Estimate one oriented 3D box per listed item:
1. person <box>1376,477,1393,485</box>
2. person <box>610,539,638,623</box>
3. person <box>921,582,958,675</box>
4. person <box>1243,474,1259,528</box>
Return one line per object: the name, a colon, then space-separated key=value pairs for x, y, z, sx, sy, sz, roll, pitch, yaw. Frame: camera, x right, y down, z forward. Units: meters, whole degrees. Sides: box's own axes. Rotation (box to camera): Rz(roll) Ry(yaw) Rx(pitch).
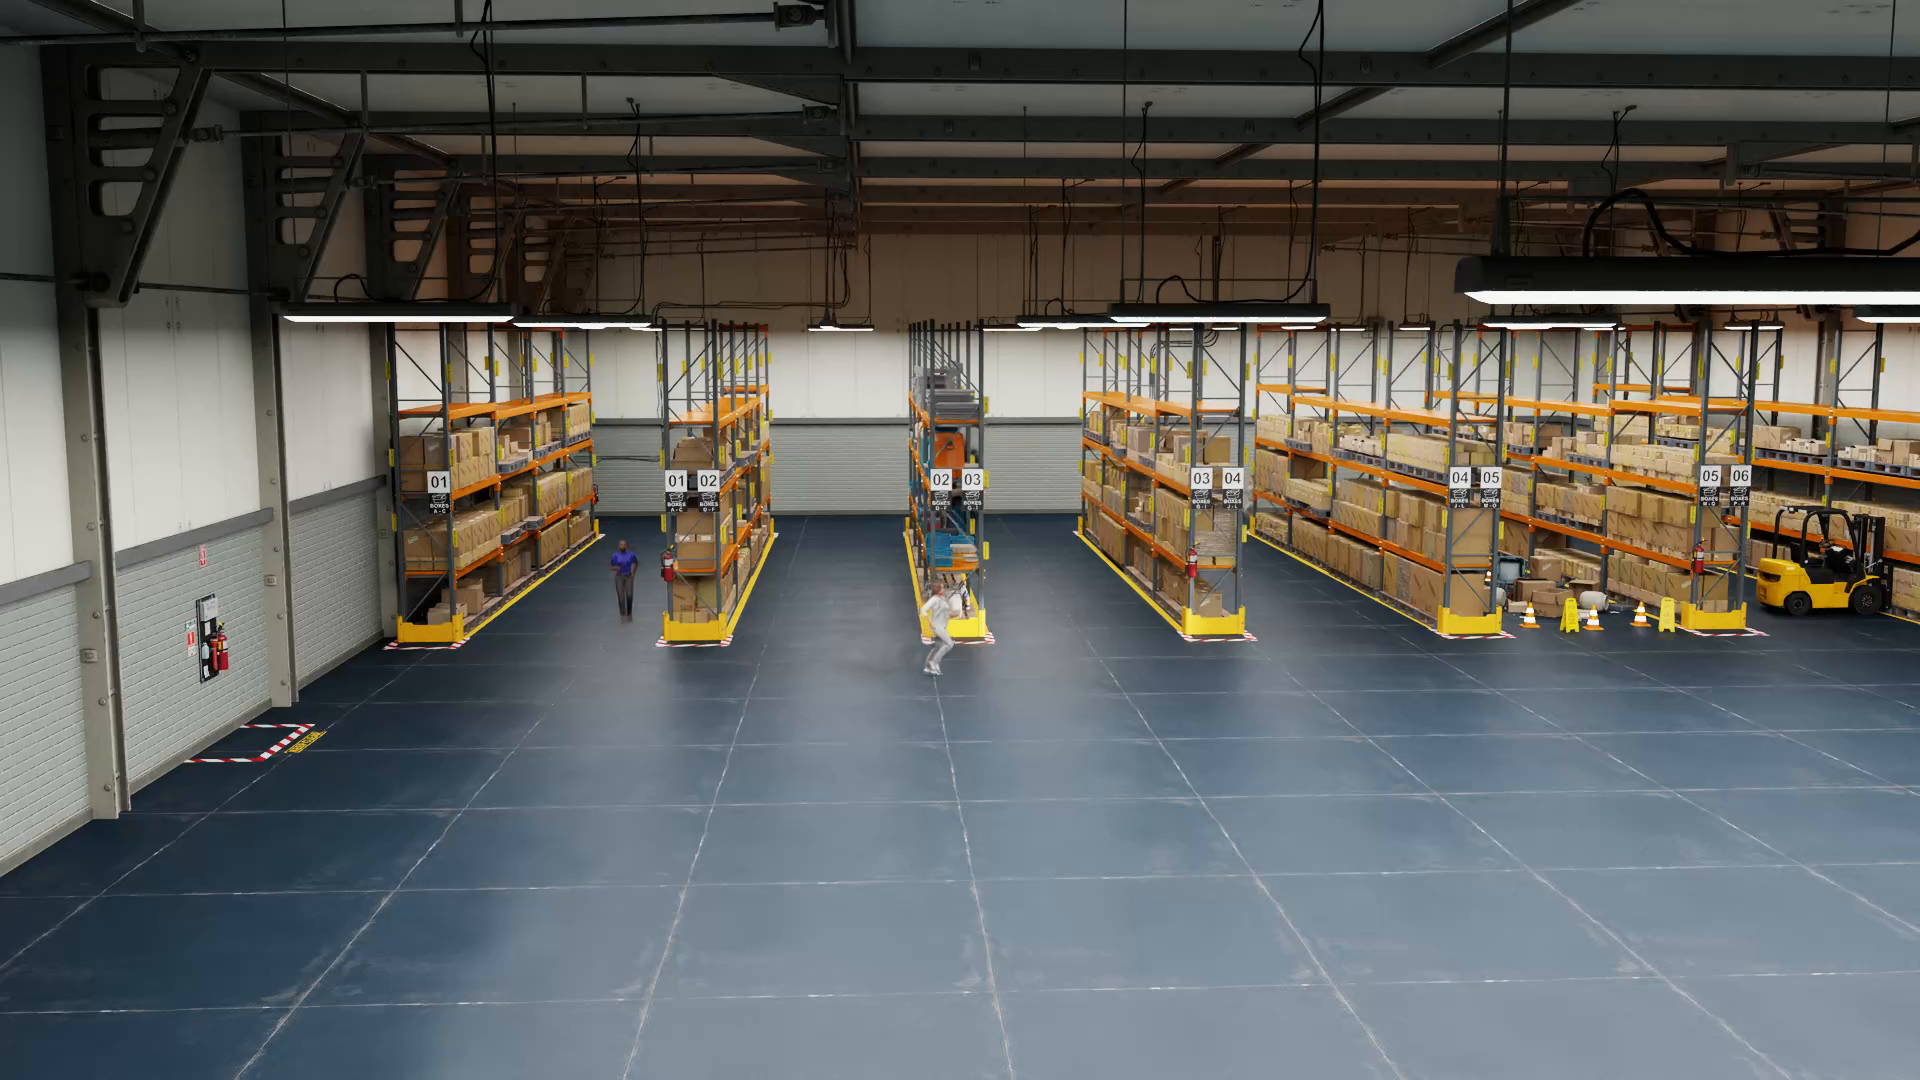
person: x=12.489 y=-1.242 z=49.451 sx=0.751 sy=1.801 sz=0.737 roll=0 pitch=7 yaw=-2
person: x=-6.677 y=0.831 z=33.107 sx=0.558 sy=1.685 sz=0.667 roll=-1 pitch=7 yaw=-11
person: x=-0.333 y=1.481 z=27.929 sx=0.635 sy=1.563 sz=0.509 roll=2 pitch=7 yaw=19
person: x=8.610 y=-1.132 z=49.102 sx=0.634 sy=1.625 sz=0.586 roll=0 pitch=7 yaw=2
